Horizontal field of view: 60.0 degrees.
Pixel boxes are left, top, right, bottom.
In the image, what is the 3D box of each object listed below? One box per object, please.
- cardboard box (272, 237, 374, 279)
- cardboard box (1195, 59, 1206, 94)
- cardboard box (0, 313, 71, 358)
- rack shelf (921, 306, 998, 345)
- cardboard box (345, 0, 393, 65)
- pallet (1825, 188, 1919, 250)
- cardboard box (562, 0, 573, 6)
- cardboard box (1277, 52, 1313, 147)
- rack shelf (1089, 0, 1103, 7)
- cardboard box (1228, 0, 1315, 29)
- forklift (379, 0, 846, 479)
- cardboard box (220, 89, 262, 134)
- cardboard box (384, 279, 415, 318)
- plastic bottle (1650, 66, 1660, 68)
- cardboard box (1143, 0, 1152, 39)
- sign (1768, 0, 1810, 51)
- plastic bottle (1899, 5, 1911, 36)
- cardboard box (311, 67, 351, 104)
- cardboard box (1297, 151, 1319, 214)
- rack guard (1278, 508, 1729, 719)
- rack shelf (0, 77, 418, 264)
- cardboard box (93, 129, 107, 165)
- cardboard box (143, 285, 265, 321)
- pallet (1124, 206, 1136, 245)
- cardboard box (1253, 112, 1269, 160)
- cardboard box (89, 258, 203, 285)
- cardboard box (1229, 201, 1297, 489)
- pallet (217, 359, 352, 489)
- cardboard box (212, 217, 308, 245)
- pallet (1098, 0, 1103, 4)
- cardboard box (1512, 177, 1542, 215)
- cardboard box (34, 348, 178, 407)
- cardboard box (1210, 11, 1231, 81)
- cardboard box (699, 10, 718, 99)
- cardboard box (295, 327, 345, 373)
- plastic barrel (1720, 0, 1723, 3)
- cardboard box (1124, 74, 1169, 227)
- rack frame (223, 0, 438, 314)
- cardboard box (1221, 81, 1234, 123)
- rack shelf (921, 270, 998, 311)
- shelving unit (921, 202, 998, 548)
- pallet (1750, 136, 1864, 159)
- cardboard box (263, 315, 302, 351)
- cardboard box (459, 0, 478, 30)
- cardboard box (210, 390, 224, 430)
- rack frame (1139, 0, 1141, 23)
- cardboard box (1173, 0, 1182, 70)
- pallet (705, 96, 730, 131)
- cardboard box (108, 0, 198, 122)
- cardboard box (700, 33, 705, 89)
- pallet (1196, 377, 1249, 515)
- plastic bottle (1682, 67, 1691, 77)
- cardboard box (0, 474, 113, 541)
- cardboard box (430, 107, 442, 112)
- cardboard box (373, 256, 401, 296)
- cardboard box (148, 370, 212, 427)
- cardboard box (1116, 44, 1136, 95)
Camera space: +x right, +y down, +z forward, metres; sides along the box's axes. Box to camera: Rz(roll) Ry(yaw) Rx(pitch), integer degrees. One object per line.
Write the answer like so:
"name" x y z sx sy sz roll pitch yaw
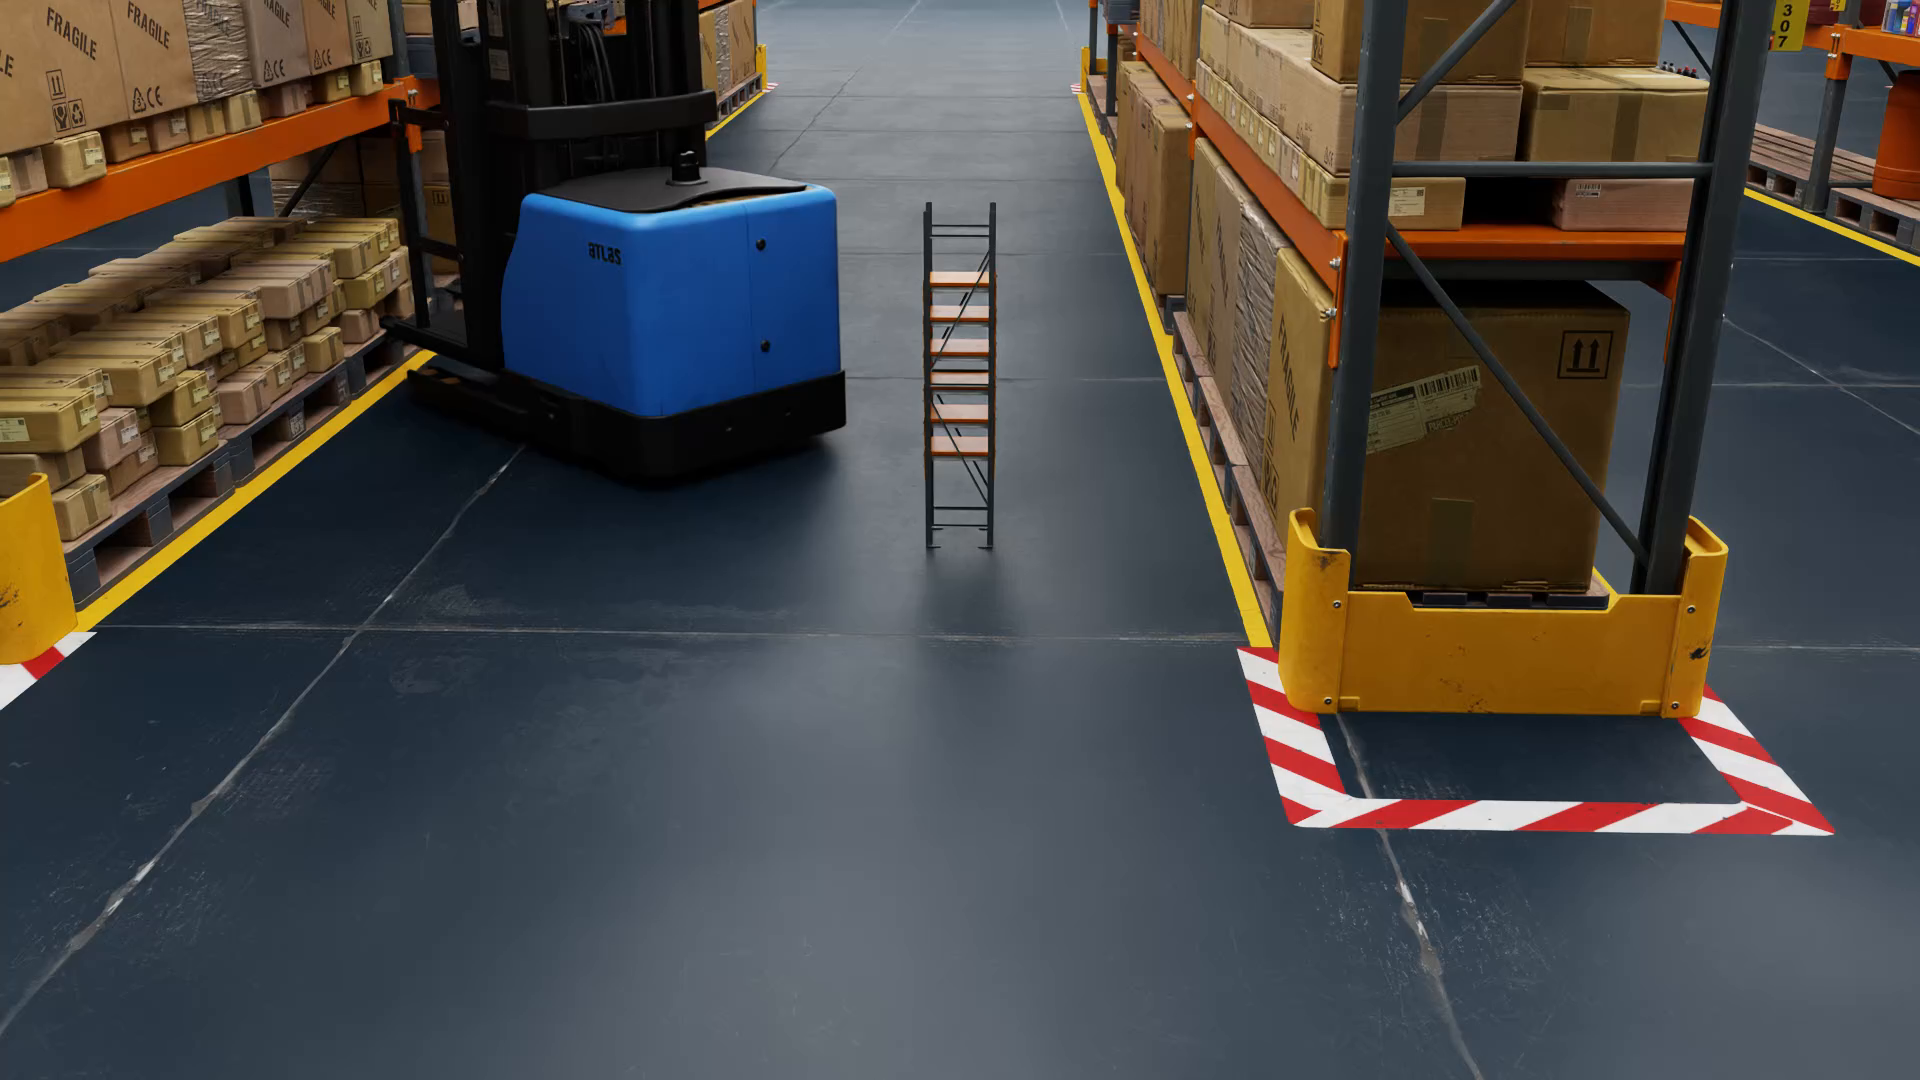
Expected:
"cardboard box" -3.011 -1.335 7.861 0.380 0.149 0.250 0 21 1
"cardboard box" 1.322 -2.194 7.884 0.380 0.149 0.250 1 21 2
"cardboard box" -3.681 -0.773 6.413 0.380 0.149 0.250 1 21 4
"rack shelf" 0.000 -0.747 5.755 0.258 0.103 0.180 1 21 2
"cardboard box" -3.024 -2.513 7.809 0.500 0.500 0.500 1 21 2
"pallet" 6.753 -2.221 11.460 1.003 0.211 1.213 1 21 2
"cardboard box" -2.753 -3.574 10.860 0.380 0.149 0.250 0 21 1
"cardboard box" 1.307 -1.398 5.282 0.500 0.250 0.500 0 21 1
"rack shelf" 1.967 -5.695 17.553 1.077 0.370 4.000 1 21 2
"cardboard box" 1.359 -2.296 6.559 0.500 0.500 0.500 0 21 0
"forklift" -1.883 -2.050 7.259 1.130 2.935 3.031 -20 29 -41
"cardboard box" -3.042 -1.716 6.653 0.380 0.149 0.250 1 21 3
"cardboard box" -2.963 -1.227 8.404 0.380 0.149 0.250 1 21 2
"plastic bottle" 7.326 -4.874 17.602 0.152 0.276 0.135 1 21 2
"cardboard box" 1.485 -3.548 10.888 0.500 0.500 0.500 0 21 0
"sign" 2.096 -1.400 4.185 0.100 0.325 0.005 1 21 2
"plastic bottle" 6.365 -3.484 11.135 0.097 0.201 0.097 0 21 0
"cardboard box" -3.033 -2.092 7.621 0.380 0.149 0.250 1 21 4
"cardboard box" 1.229 -1.077 5.006 0.380 0.149 0.250 1 21 2
"rack guard" 1.541 0.206 4.807 1.175 0.500 0.348 1 21 2
"rack shelf" -3.352 -1.447 6.606 1.077 0.370 4.000 1 21 2
"cardboard box" -3.177 -1.340 5.683 0.380 0.149 0.250 2 21 4
"cardboard box" -3.125 -0.957 6.887 0.380 0.149 0.250 1 21 2
"pallet" 1.685 -2.276 11.604 1.003 0.211 1.213 1 21 2
"cardboard box" 1.260 -1.446 5.957 0.380 0.149 0.250 1 21 2
"cardboard box" -3.610 -1.151 7.386 0.380 0.149 0.250 1 21 3
"cardboard box" 1.509 -0.735 6.132 0.875 0.875 0.875 1 21 2
"pallet" -3.311 -0.520 7.077 1.003 0.211 1.213 1 21 2
"cardboard box" -3.509 -1.527 8.356 0.380 0.149 0.250 1 21 4
"pallet" 1.738 -4.943 14.886 1.003 0.211 1.213 1 21 2
"cardboard box" 1.888 -1.068 4.983 0.380 0.149 0.250 0 21 1
"cardboard box" -3.034 -0.580 5.914 0.380 0.149 0.250 1 21 1
"cardboard box" 1.367 -2.136 7.184 0.500 0.250 0.500 1 21 1
"cardboard box" -2.959 -4.830 16.687 0.875 0.875 0.875 1 21 2
"cardboard box" -2.994 -0.852 7.440 0.380 0.149 0.250 1 21 2
"plastic barrel" 6.663 -4.711 14.215 0.301 0.262 0.301 0 21 0
"cardboard box" 1.708 -2.494 10.667 1.225 0.875 0.875 1 21 2
"rack frame" -3.292 -2.505 8.339 1.000 3.000 0.127 1 21 2
"cardboard box" 1.292 -1.816 6.910 0.380 0.149 0.250 0 21 1
"rack shelf" 0.000 -0.859 5.711 0.258 0.103 0.180 1 21 2
"shelving unit" 0.000 -0.565 5.825 0.258 1.200 0.189 1 21 2
"pallet" 6.838 -3.226 14.051 1.003 0.211 1.213 1 21 2
"cardboard box" -3.092 -0.920 7.202 0.380 0.149 0.250 0 21 -1
"cardboard box" -2.817 -2.822 8.921 0.380 0.149 0.250 1 21 2
"cardboard box" -3.121 -0.482 6.484 0.380 0.149 0.250 1 21 2
"rack frame" 1.785 -3.861 11.832 1.000 3.000 0.127 1 21 2
"cardboard box" 1.426 -2.812 8.991 0.500 0.500 0.500 1 21 3
"pallet" -2.947 -4.372 17.005 1.003 0.211 1.213 1 21 2
"cardboard box" -3.105 -1.775 5.906 0.500 0.500 0.500 1 21 2
"cardboard box" -2.977 -4.319 15.544 1.050 0.750 0.750 1 21 1
"pallet" 1.527 -0.398 6.763 1.003 0.211 1.213 1 21 2
"plastic bottle" 7.302 -4.578 16.735 0.144 0.351 0.185 0 21 -1
"cardboard box" -3.077 -0.112 5.531 0.380 0.149 0.250 1 21 3
"cardboard box" -2.971 -2.527 10.232 0.500 0.250 0.500 1 21 4
"cardboard box" -2.979 -1.295 8.170 0.380 0.149 0.250 0 21 -1
"cardboard box" -3.041 -0.531 6.199 0.380 0.149 0.250 1 21 3
"cardboard box" 1.909 -4.914 17.422 0.500 0.500 0.500 -1 21 -3
